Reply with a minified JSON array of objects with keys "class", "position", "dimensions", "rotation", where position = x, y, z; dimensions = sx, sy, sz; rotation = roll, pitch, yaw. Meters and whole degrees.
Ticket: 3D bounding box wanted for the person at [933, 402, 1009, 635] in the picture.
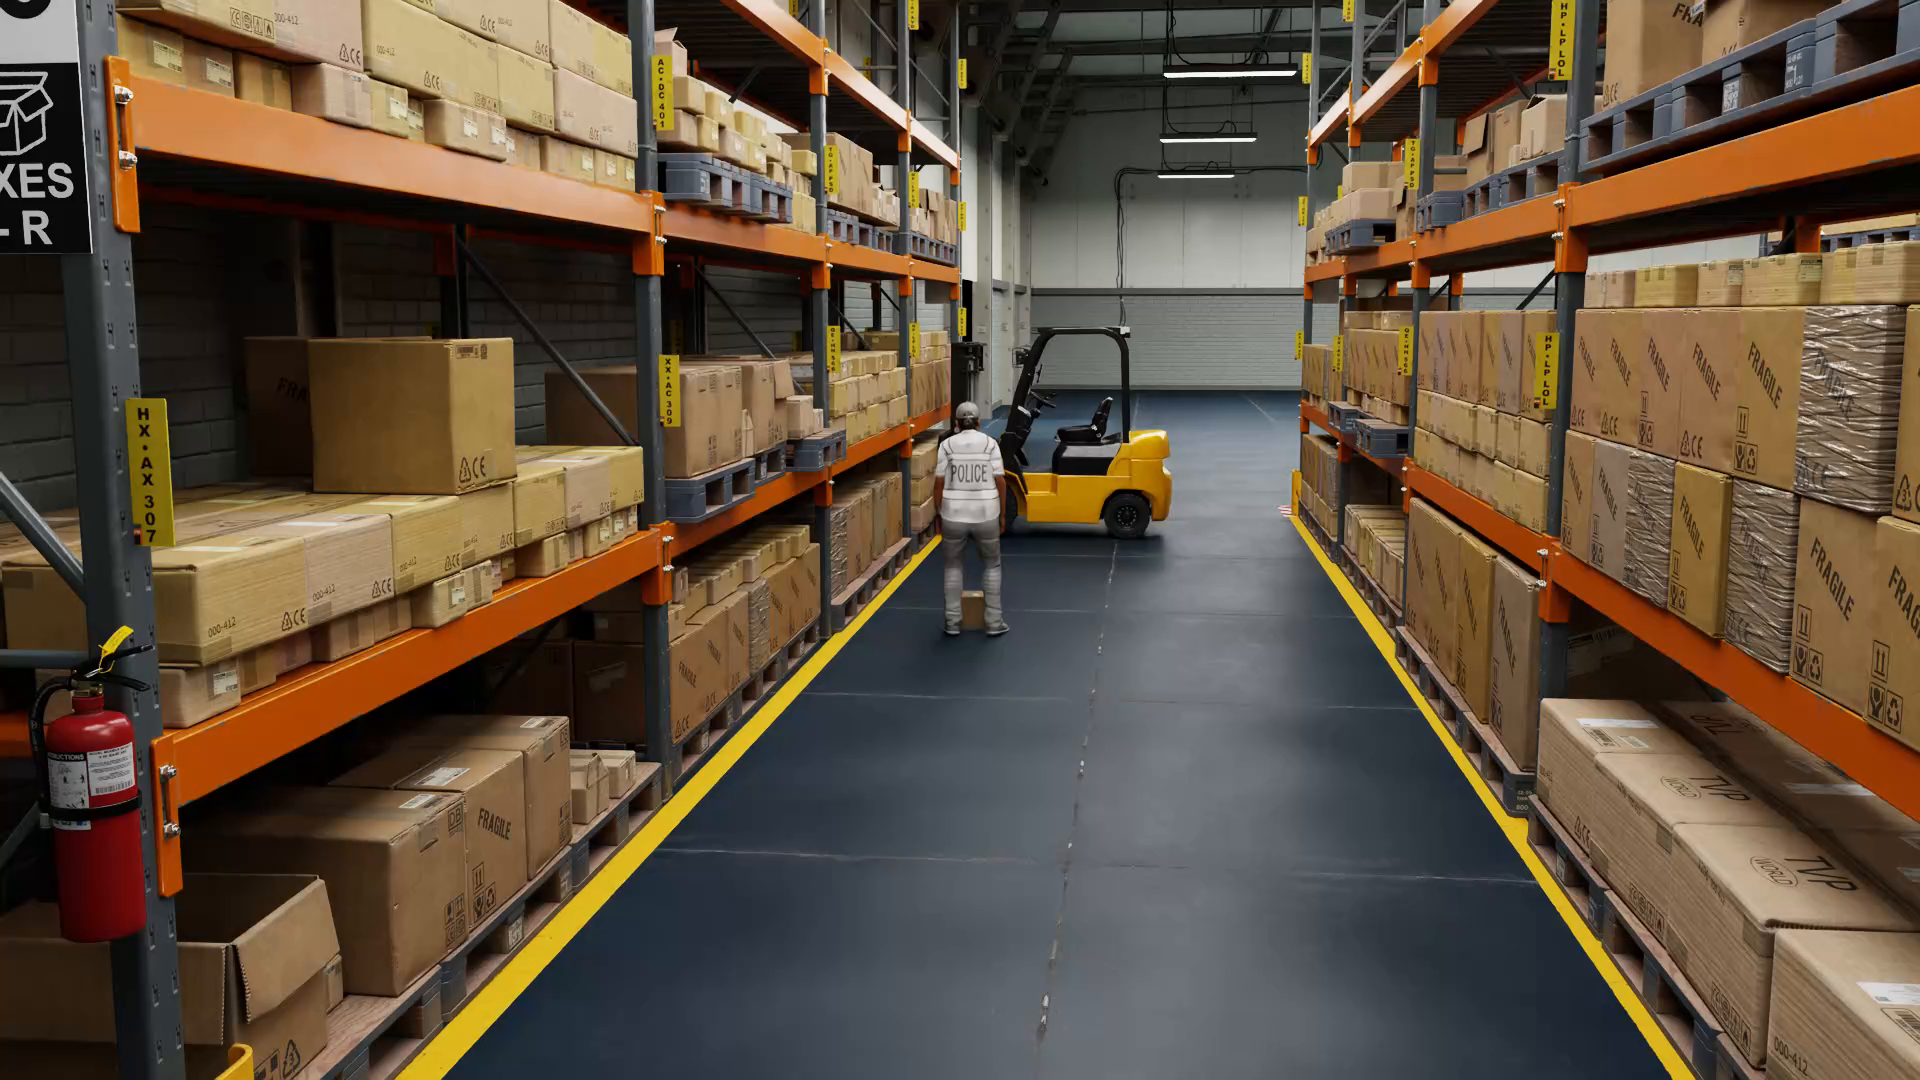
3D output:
[{"class":"person","position":[0.082,-0.151,11.894],"dimensions":[0.541,1.665,0.465],"rotation":[0,8,2]}]
